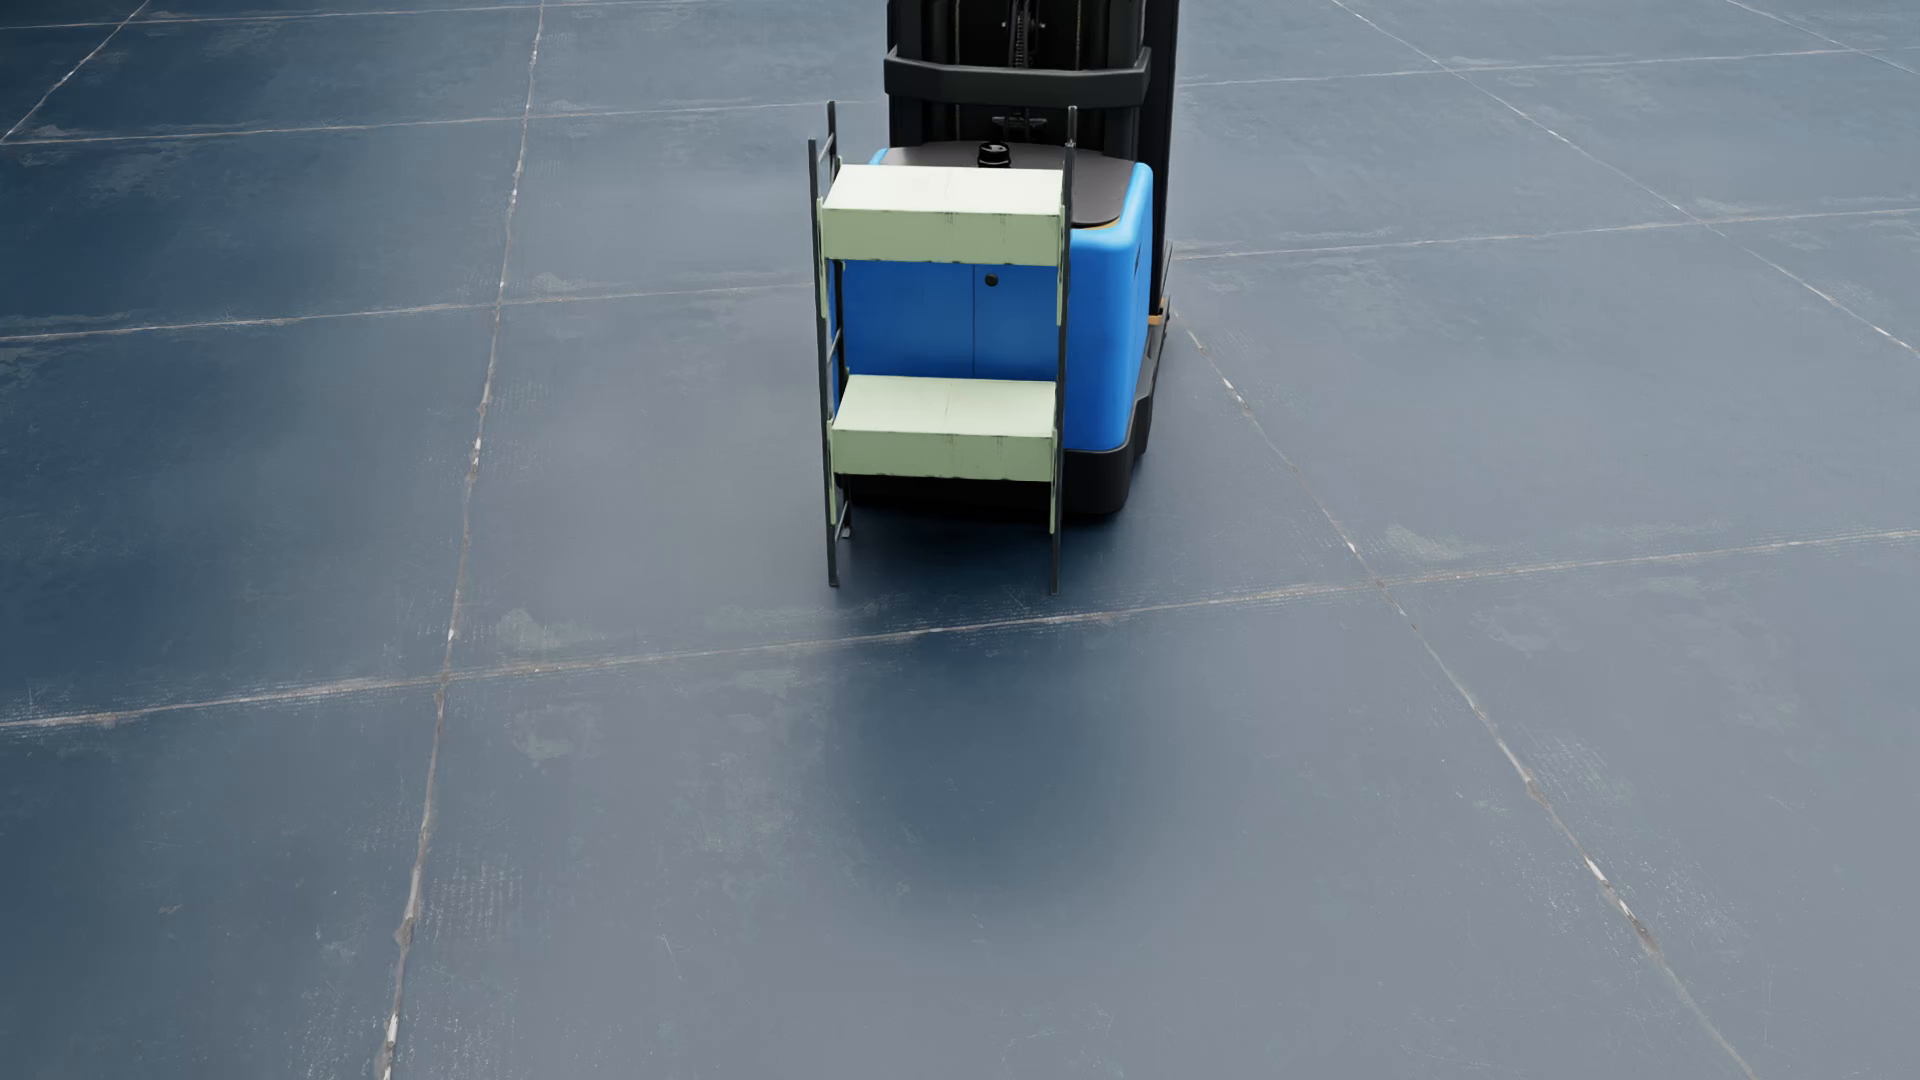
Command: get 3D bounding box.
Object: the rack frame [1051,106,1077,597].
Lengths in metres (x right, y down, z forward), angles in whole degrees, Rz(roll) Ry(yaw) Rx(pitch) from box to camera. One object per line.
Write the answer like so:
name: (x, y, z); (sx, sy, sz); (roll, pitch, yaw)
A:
rack frame: (0.324, -0.563, 5.228); (0.023, 1.500, 0.400); (2, 31, 4)

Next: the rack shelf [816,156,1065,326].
rack shelf: (-0.040, -0.915, 5.056); (0.720, 0.370, 0.431); (2, 31, 4)

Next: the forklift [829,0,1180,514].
forklift: (0.313, -2.083, 6.401); (1.130, 2.935, 3.031); (5, 31, 9)

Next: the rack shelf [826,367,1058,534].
rack shelf: (-0.040, -0.297, 5.419); (0.720, 0.370, 0.431); (2, 31, 4)

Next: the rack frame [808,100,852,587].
rack frame: (-0.405, -0.593, 5.280); (0.023, 1.500, 0.400); (2, 31, 4)

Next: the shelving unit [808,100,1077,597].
shelving unit: (-0.040, -0.578, 5.254); (0.755, 1.500, 0.431); (2, 31, 4)
